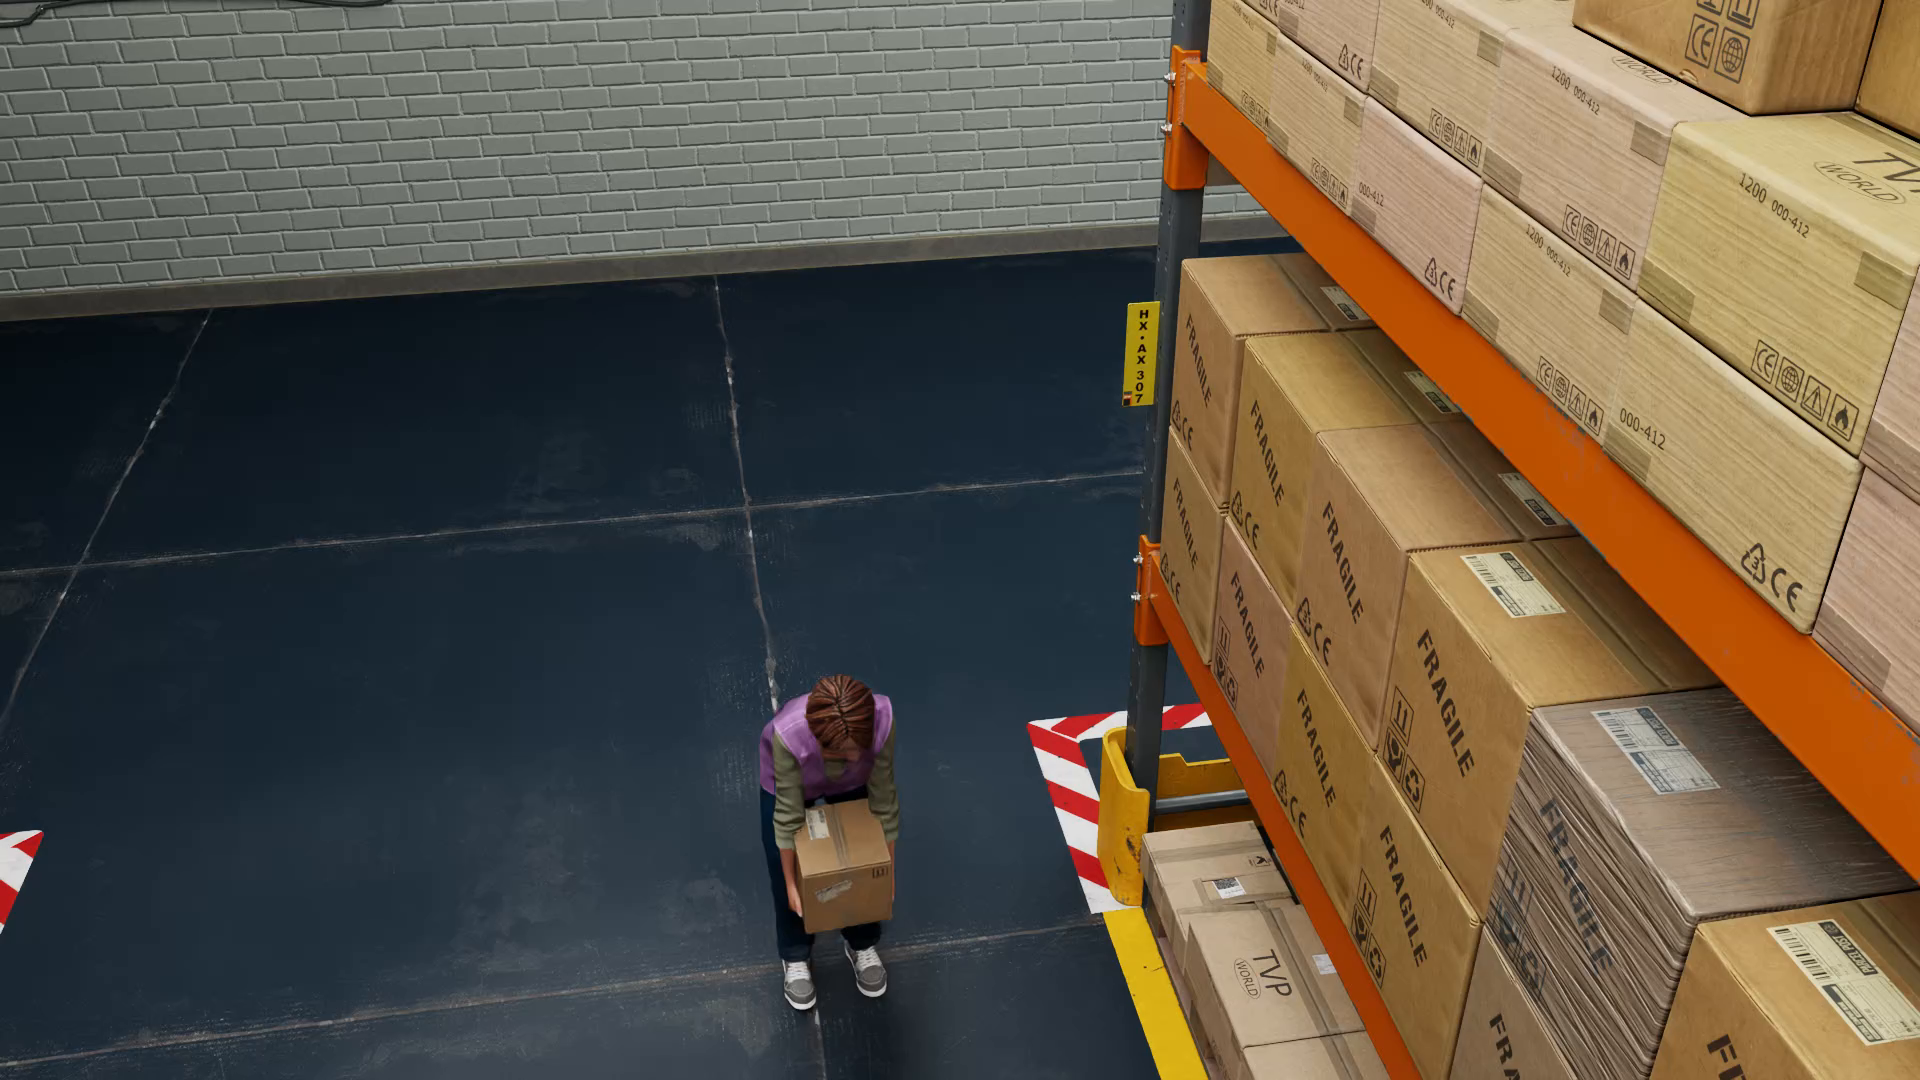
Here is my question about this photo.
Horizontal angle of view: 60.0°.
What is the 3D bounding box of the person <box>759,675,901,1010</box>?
[{"bbox_3d":[-0.377,0.867,4.879,0.375,1.425,0.690,-8,32,-13],"label":"person"}]
